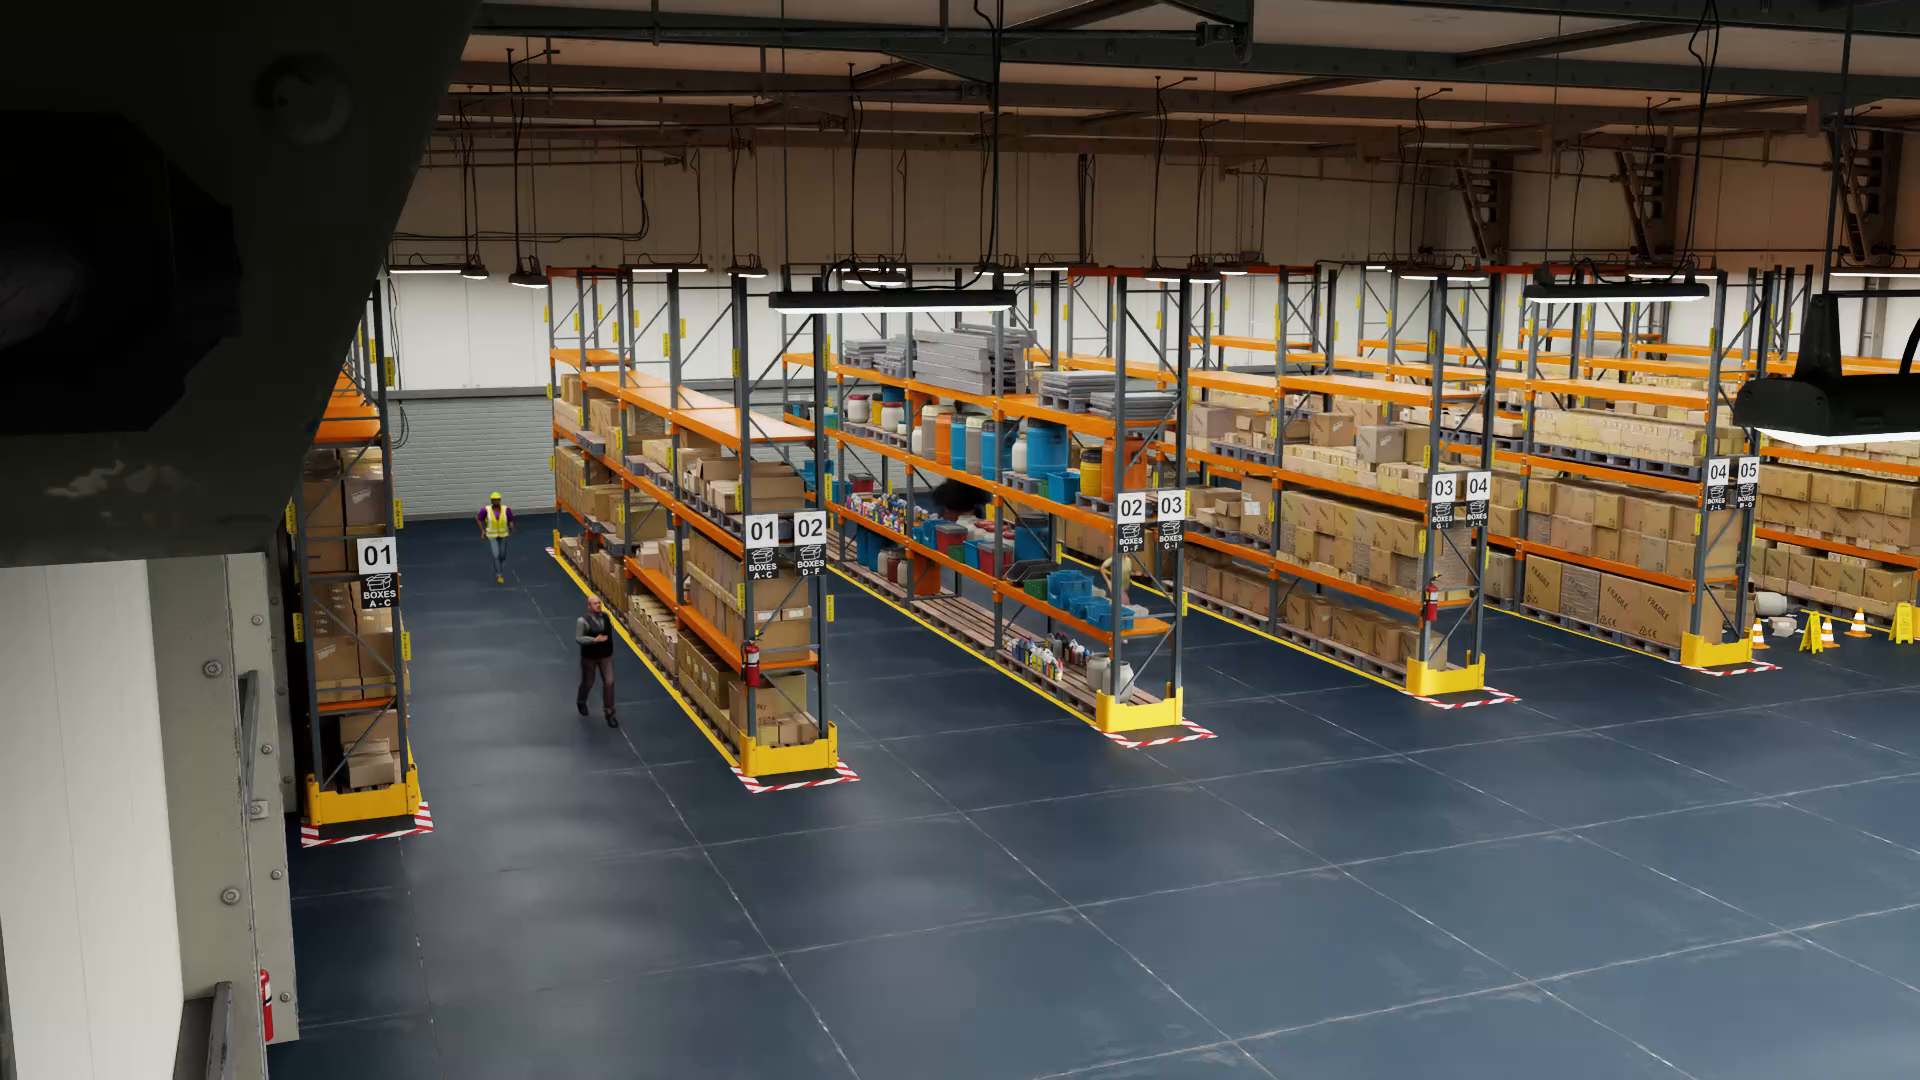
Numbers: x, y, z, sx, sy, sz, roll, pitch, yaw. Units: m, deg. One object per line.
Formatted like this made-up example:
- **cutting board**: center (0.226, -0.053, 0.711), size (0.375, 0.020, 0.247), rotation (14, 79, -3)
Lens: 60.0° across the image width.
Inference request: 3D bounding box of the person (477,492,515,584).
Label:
- **person**: center (-8.957, -0.075, 32.116), size (0.683, 1.743, 0.850), rotation (-5, 11, -25)

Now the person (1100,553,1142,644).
- **person**: center (2.589, 0.845, 26.994), size (0.740, 1.696, 0.579), rotation (9, 14, 43)

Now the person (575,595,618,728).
- **person**: center (-4.917, 1.598, 22.410), size (0.635, 1.753, 0.907), rotation (-8, 12, -37)
